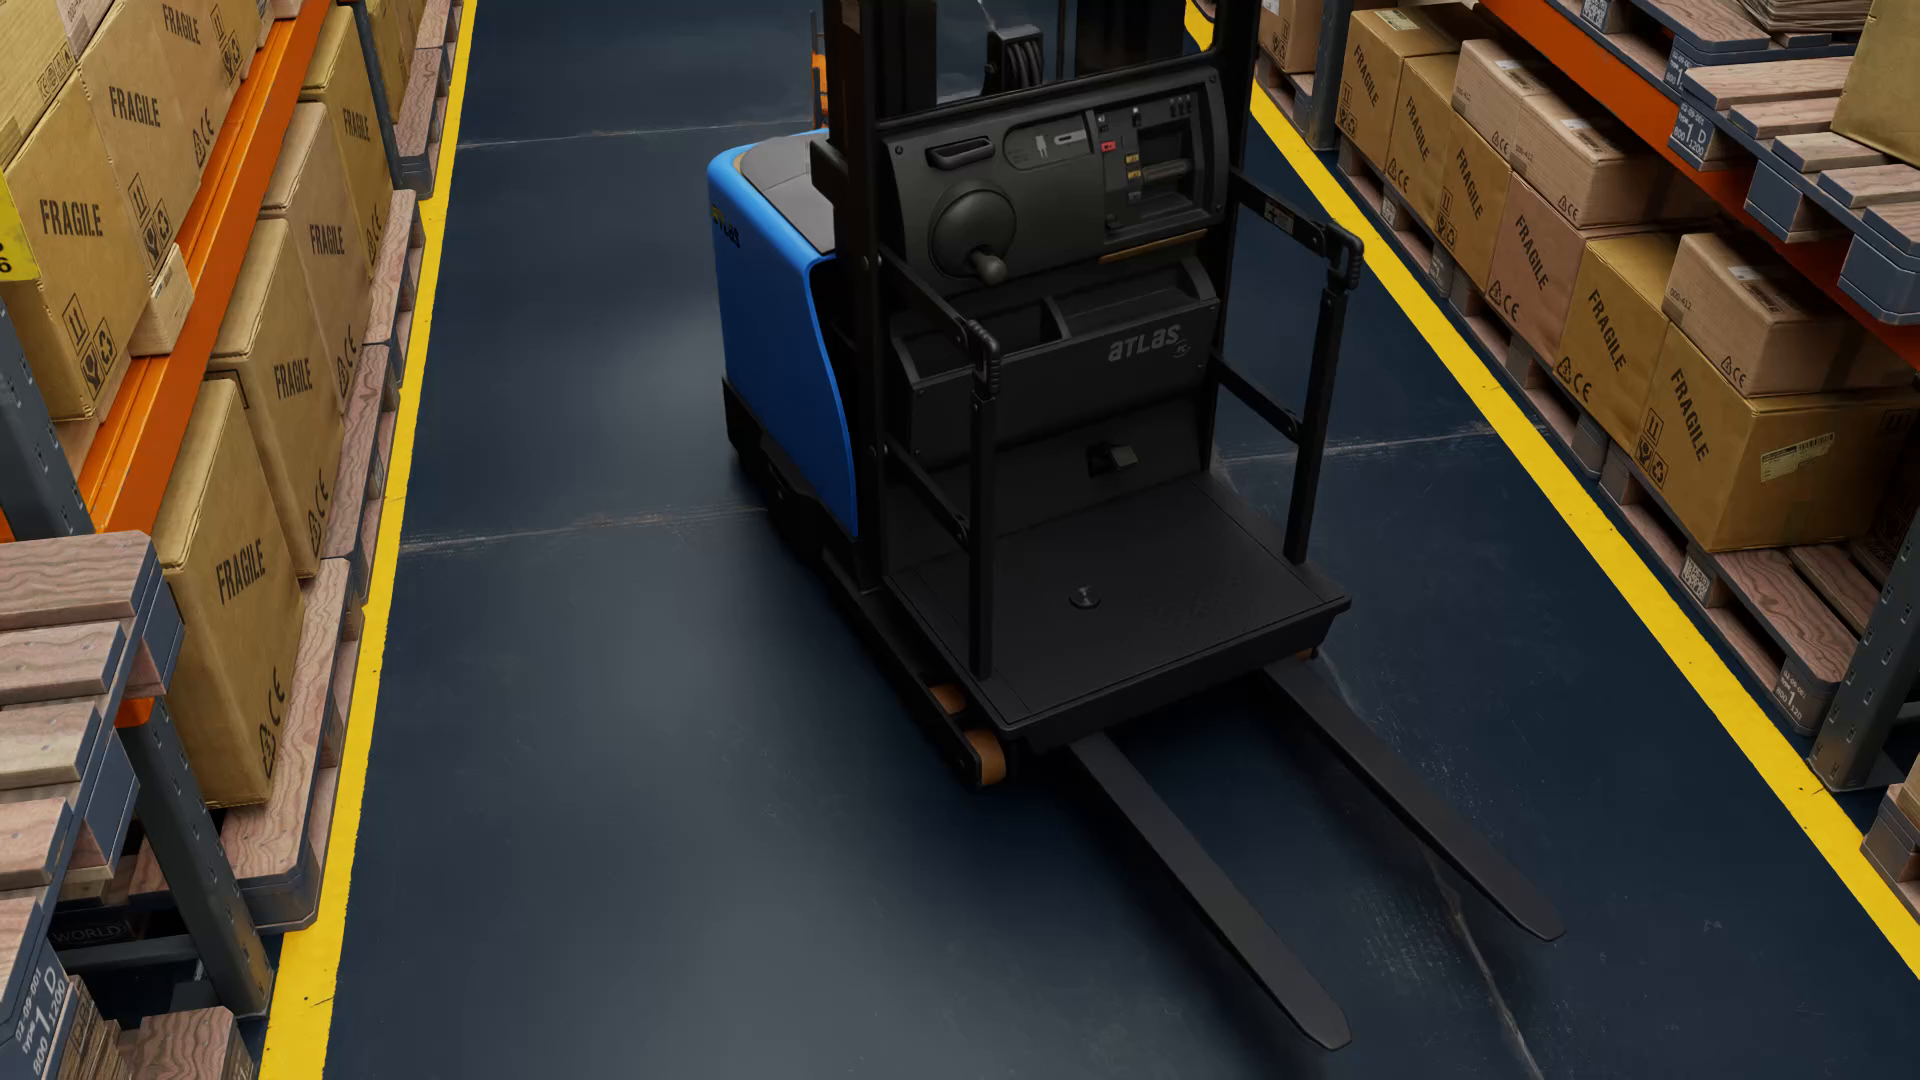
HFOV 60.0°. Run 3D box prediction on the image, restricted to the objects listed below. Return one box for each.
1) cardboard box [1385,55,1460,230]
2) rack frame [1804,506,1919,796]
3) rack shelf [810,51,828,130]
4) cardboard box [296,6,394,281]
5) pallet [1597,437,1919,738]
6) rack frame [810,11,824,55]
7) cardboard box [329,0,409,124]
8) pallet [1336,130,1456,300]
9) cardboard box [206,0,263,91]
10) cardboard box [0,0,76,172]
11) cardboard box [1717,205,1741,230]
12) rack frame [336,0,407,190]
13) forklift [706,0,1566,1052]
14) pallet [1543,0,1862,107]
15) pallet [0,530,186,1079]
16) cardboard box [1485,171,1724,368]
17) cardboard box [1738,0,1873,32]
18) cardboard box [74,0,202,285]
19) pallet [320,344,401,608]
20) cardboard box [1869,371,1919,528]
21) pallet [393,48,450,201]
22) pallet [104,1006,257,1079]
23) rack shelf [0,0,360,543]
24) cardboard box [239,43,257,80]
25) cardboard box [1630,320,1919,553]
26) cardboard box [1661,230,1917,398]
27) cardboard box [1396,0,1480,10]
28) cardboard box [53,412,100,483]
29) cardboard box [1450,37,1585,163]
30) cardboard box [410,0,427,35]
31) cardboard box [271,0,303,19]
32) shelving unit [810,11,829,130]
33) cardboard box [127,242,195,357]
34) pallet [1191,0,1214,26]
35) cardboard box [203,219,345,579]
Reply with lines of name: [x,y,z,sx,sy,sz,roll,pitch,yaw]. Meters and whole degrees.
cardboard box: [2.026,-1.565,6.498,0.500,0.500,0.500,-6,38,-7]
rack frame: [2.778,-0.602,3.579,1.000,3.000,0.127,-6,38,-8]
rack shelf: [-0.361,-1.465,5.518,0.258,0.148,0.480,-3,38,-4]
cardboard box: [-2.558,-1.421,6.044,0.750,0.750,0.750,-6,38,-7]
pallet: [2.684,0.045,5.021,1.003,0.211,1.213,-6,38,-8]
rack frame: [-0.383,-1.304,5.951,0.240,1.200,0.015,-3,38,-4]
cardboard box: [-2.830,-2.124,7.234,0.700,0.500,0.500,-6,38,-7]
pallet: [2.256,-1.429,6.918,1.003,0.211,1.213,-6,38,-8]
cardboard box: [-2.200,-1.483,4.374,0.500,0.500,0.500,-5,38,-7]
cardboard box: [-1.930,-0.847,2.944,0.500,0.250,0.500,-5,38,-7]
cardboard box: [2.702,-1.028,5.807,0.500,0.500,0.500,-7,38,-9]
rack frame: [-2.800,-2.482,6.000,1.000,3.000,0.127,-6,38,-8]
forklift: [0.360,-0.820,3.916,1.130,2.935,3.031,-18,41,-22]
pallet: [2.432,-1.700,5.149,1.003,0.211,1.213,-6,38,-8]
pallet: [-1.869,0.428,2.410,1.213,0.211,1.003,-6,38,-8]
cardboard box: [2.194,-0.957,5.715,0.500,0.500,0.500,-8,38,-10]
cardboard box: [2.584,-1.748,4.631,0.700,0.500,0.500,0,38,1]
cardboard box: [-2.015,-0.870,3.584,0.500,0.500,0.500,-5,38,-6]
pallet: [-2.373,-0.185,5.316,1.003,0.211,1.213,-6,38,-8]
cardboard box: [2.882,-0.409,5.011,0.500,0.500,0.500,-8,38,-10]
pallet: [-2.856,-1.849,7.458,1.003,0.211,1.213,-6,38,-8]
pallet: [-1.963,1.507,3.138,1.003,0.211,1.213,-6,38,-8]
rack shelf: [-2.449,-0.990,4.666,1.077,0.370,4.000,-6,38,-8]
cardboard box: [-2.283,-1.445,4.854,0.380,0.149,0.250,-7,38,-9]
cardboard box: [2.382,-0.328,4.906,0.500,0.500,0.500,-5,38,-6]
cardboard box: [2.368,-0.657,4.719,0.500,0.250,0.500,-5,38,-6]
cardboard box: [2.216,-2.406,7.735,0.500,0.311,0.500,-6,38,-8]
cardboard box: [-1.928,-0.199,3.250,0.380,0.149,0.250,-7,38,-9]
cardboard box: [2.096,-1.578,5.904,0.500,0.250,0.500,-6,38,-8]
cardboard box: [-3.003,-2.738,8.024,0.700,0.500,0.500,-5,38,-7]
cardboard box: [-2.289,-1.753,5.250,0.380,0.149,0.250,-6,38,-8]
shelving unit: [-0.361,-1.155,5.759,0.258,1.200,0.503,-3,38,-4]
cardboard box: [-1.927,-0.522,3.665,0.380,0.149,0.250,-5,38,-7]
pallet: [1.740,-3.070,9.029,1.003,0.211,1.213,-6,38,-8]
cardboard box: [-2.246,-0.371,4.693,0.750,0.750,0.750,-6,38,-8]
